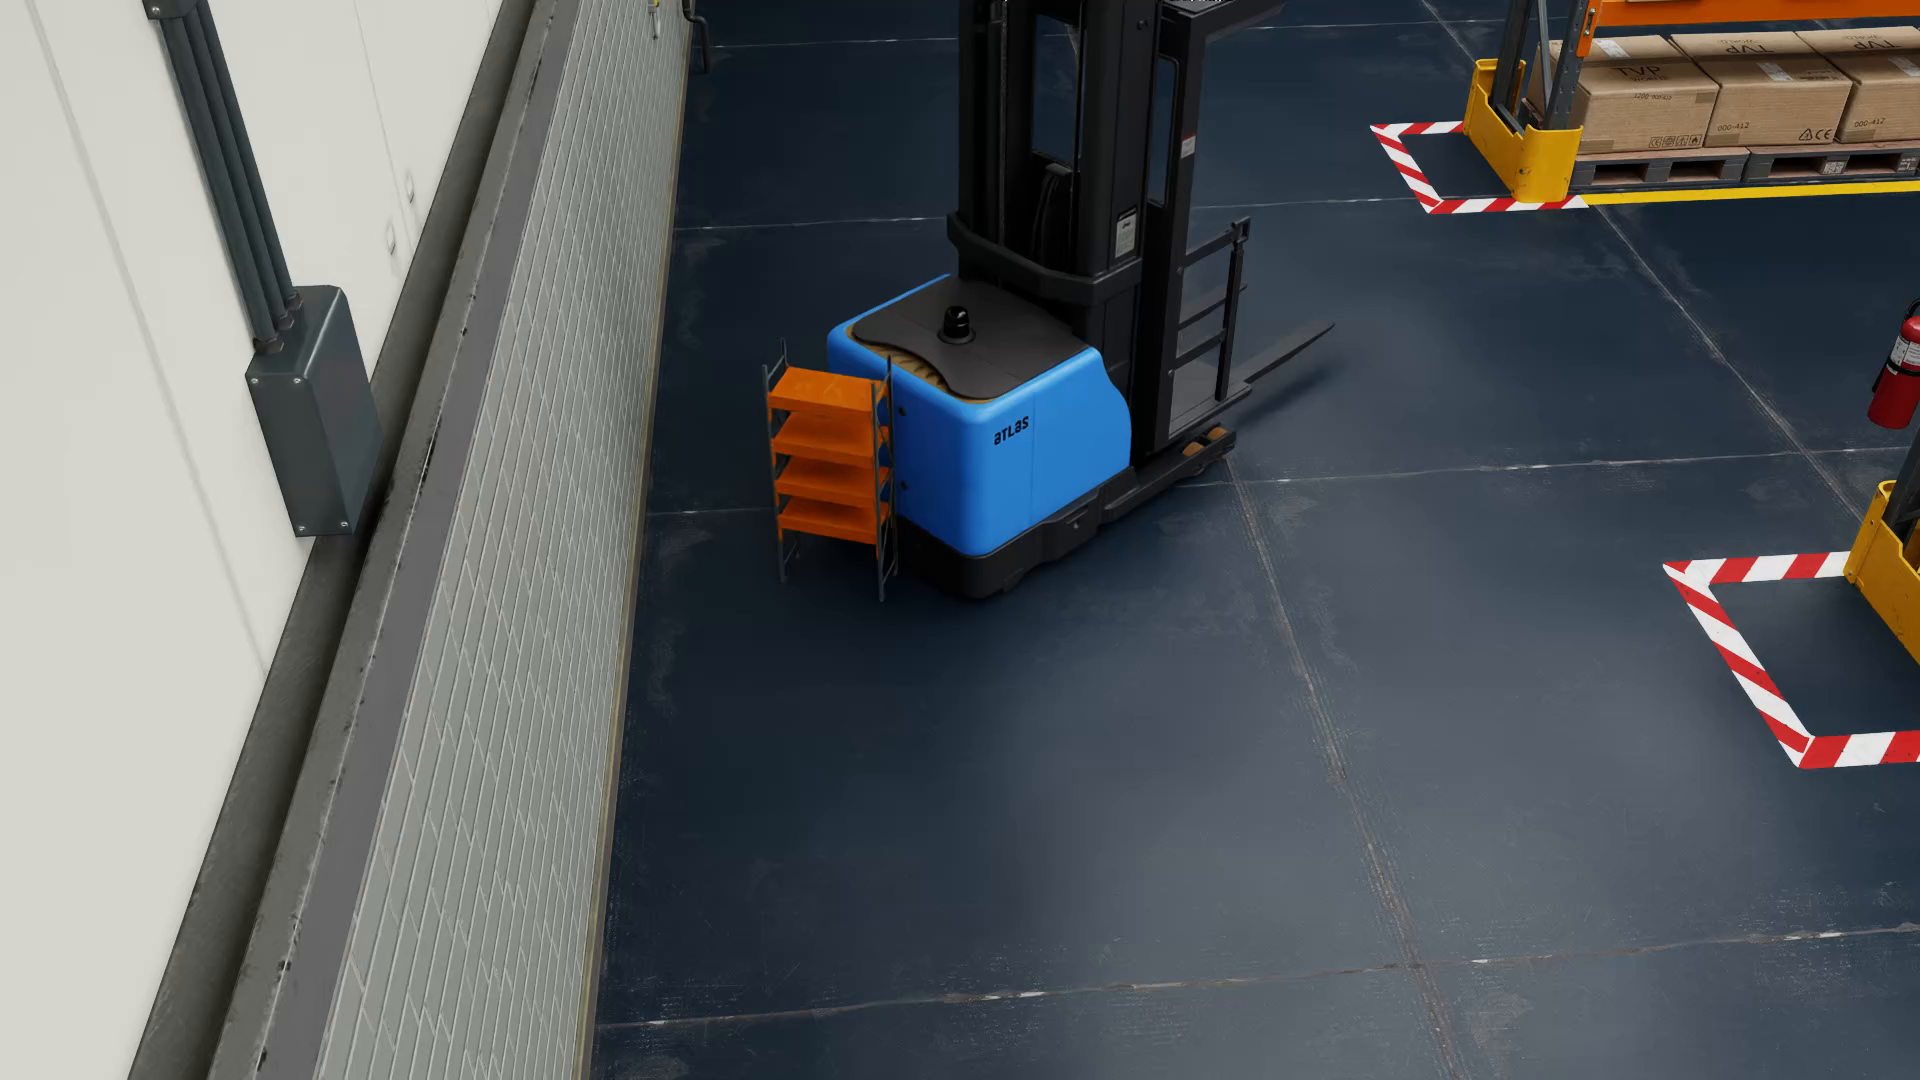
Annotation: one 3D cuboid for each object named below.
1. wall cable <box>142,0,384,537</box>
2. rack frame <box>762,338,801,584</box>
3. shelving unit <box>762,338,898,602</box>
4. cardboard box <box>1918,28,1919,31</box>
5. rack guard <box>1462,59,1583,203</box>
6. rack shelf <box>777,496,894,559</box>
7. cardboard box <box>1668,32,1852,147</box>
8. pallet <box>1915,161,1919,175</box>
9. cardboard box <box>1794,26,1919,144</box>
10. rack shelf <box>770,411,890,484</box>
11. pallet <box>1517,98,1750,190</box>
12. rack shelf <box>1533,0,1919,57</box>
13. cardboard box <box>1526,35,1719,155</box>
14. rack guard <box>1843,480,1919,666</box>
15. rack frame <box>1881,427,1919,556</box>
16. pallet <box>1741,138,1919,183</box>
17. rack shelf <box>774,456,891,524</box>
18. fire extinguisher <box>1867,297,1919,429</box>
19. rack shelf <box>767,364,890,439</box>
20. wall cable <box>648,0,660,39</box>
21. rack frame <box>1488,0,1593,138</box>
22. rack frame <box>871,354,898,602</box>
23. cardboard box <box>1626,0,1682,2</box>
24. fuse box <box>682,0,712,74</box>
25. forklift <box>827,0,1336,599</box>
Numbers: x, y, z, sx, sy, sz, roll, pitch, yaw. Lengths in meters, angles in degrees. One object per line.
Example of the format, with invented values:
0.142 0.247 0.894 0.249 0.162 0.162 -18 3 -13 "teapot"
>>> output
-1.277 -3.064 2.093 0.120 5.999 2.277 -3 38 -4 "wall cable"
-0.802 -0.338 7.532 0.015 1.200 0.240 10 39 12 "rack frame"
-0.568 -0.296 7.479 0.503 1.200 0.258 10 39 12 "shelving unit"
7.132 -3.154 11.377 0.875 0.438 0.875 -4 38 -5 "cardboard box"
3.759 -2.761 11.168 0.348 0.500 1.175 -3 38 -4 "rack guard"
-0.568 -0.088 7.644 0.480 0.148 0.258 10 39 12 "rack shelf"
5.342 -3.056 11.253 0.875 0.438 0.875 -2 38 -3 "cardboard box"
7.002 -2.875 11.545 1.213 0.211 1.003 -3 38 -4 "pallet"
6.240 -3.104 11.314 0.875 0.438 0.875 -4 38 -5 "cardboard box"
-0.568 -0.419 7.382 0.480 0.148 0.258 10 39 12 "rack shelf"
4.572 -2.741 11.376 1.213 0.211 1.003 -3 38 -4 "pallet"
5.775 -3.571 10.757 4.000 0.370 1.077 -3 38 -4 "rack shelf"
4.431 -3.001 11.183 0.875 0.438 0.875 -4 38 -6 "cardboard box"
4.397 0.282 7.311 0.348 0.500 1.175 -3 38 -4 "rack guard"
4.322 -0.695 6.531 0.127 3.000 1.000 -3 38 -4 "rack frame"
5.784 -2.806 11.458 1.213 0.211 1.003 -3 38 -4 "pallet"
-0.568 -0.244 7.521 0.480 0.148 0.258 10 39 12 "rack shelf"
4.030 -0.789 7.014 0.183 0.674 0.296 -3 38 -4 "fire extinguisher"
-0.568 -0.605 7.236 0.480 0.148 0.258 10 39 12 "rack shelf"
-1.832 -3.831 9.660 0.123 1.953 0.585 -3 38 -4 "wall cable"
3.782 -3.744 10.395 0.127 3.000 1.000 -3 38 -4 "rack frame"
-0.333 -0.255 7.426 0.015 1.200 0.240 10 39 12 "rack frame"
4.286 -3.632 10.173 0.500 0.500 0.500 -3 38 -4 "cardboard box"
-1.873 -4.218 12.037 0.414 1.711 0.539 -3 38 -4 "fuse box"
0.781 -1.686 7.843 3.031 2.935 1.130 -31 48 -33 "forklift"
